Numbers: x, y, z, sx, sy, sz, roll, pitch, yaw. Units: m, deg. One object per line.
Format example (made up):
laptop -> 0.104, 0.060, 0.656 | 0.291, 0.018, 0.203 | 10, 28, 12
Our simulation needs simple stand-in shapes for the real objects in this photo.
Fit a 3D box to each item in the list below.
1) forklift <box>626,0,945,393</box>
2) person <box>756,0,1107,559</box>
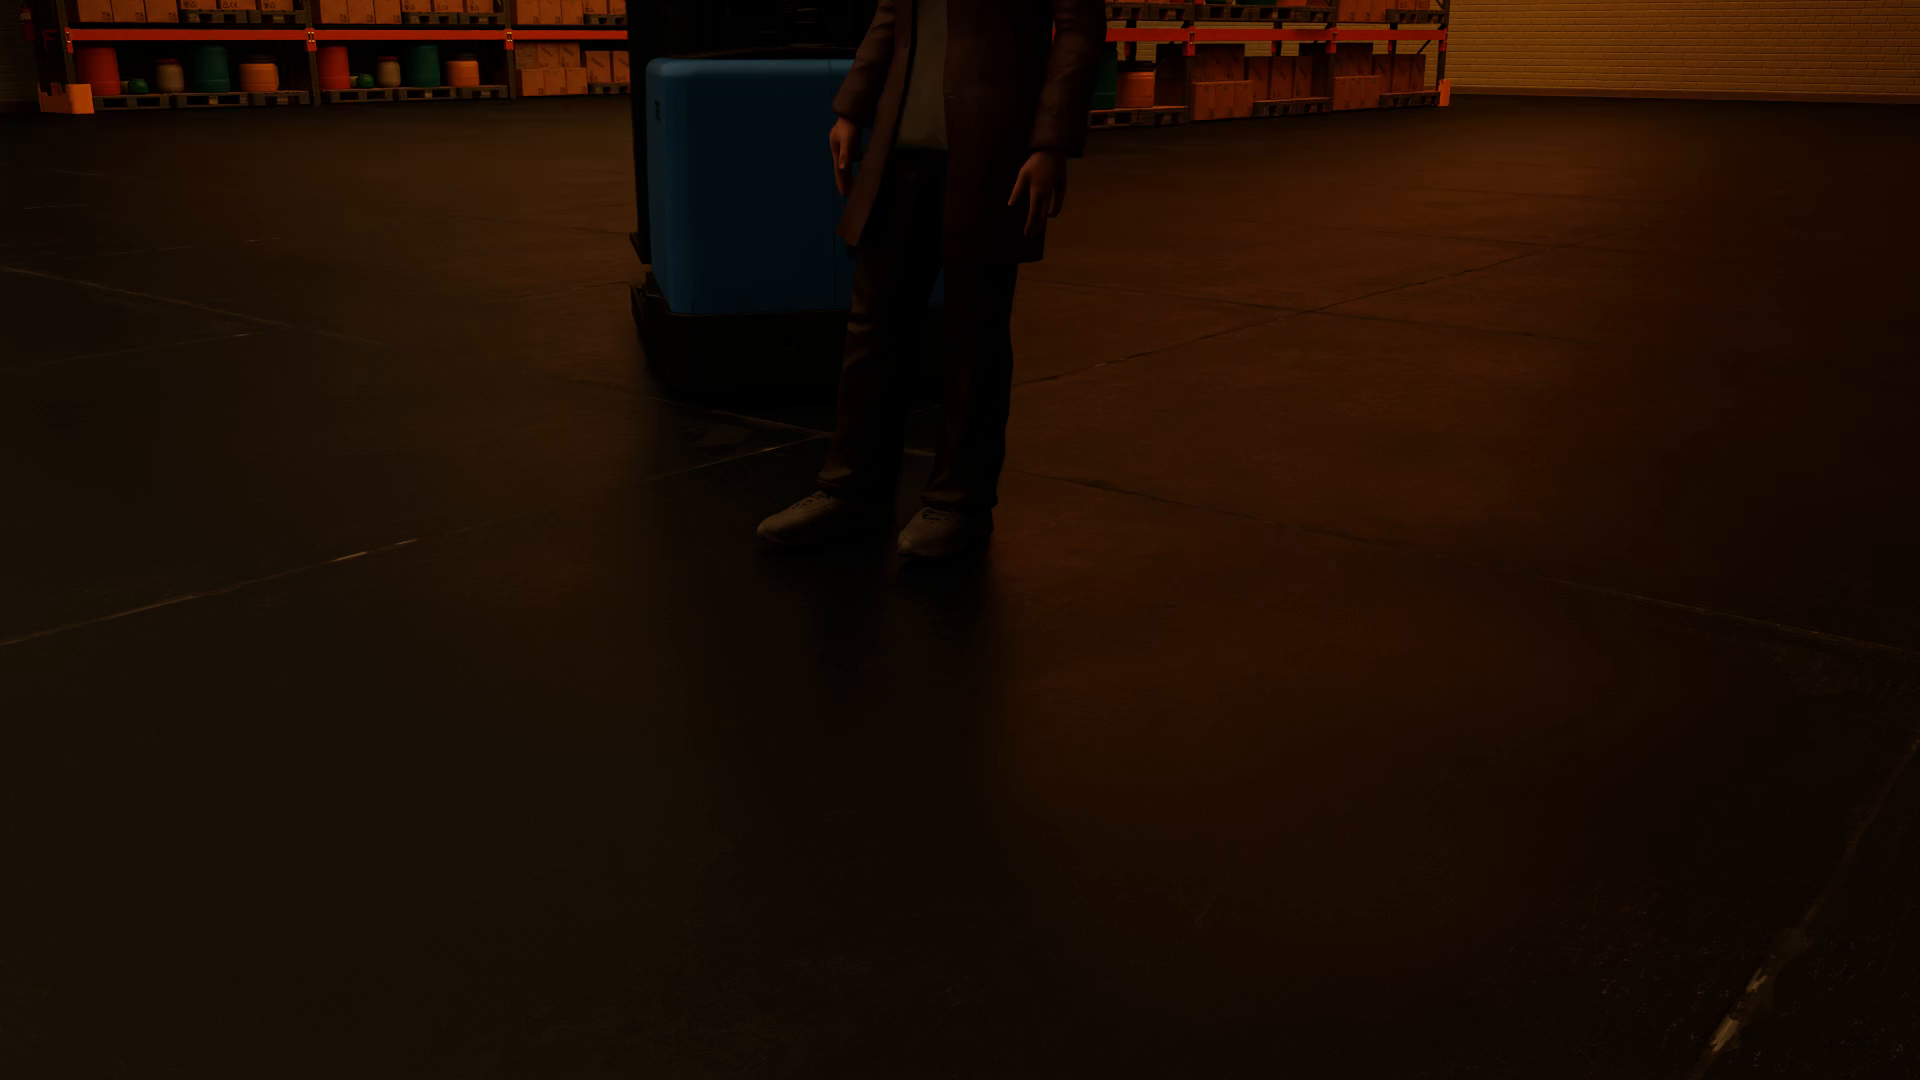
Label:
forklift -> -0.746, -2.258, 6.334 | 1.130, 2.935, 3.031 | -4, 17, -13
person -> -0.061, -0.838, 3.618 | 0.694, 1.775, 0.582 | 13, 21, 37
